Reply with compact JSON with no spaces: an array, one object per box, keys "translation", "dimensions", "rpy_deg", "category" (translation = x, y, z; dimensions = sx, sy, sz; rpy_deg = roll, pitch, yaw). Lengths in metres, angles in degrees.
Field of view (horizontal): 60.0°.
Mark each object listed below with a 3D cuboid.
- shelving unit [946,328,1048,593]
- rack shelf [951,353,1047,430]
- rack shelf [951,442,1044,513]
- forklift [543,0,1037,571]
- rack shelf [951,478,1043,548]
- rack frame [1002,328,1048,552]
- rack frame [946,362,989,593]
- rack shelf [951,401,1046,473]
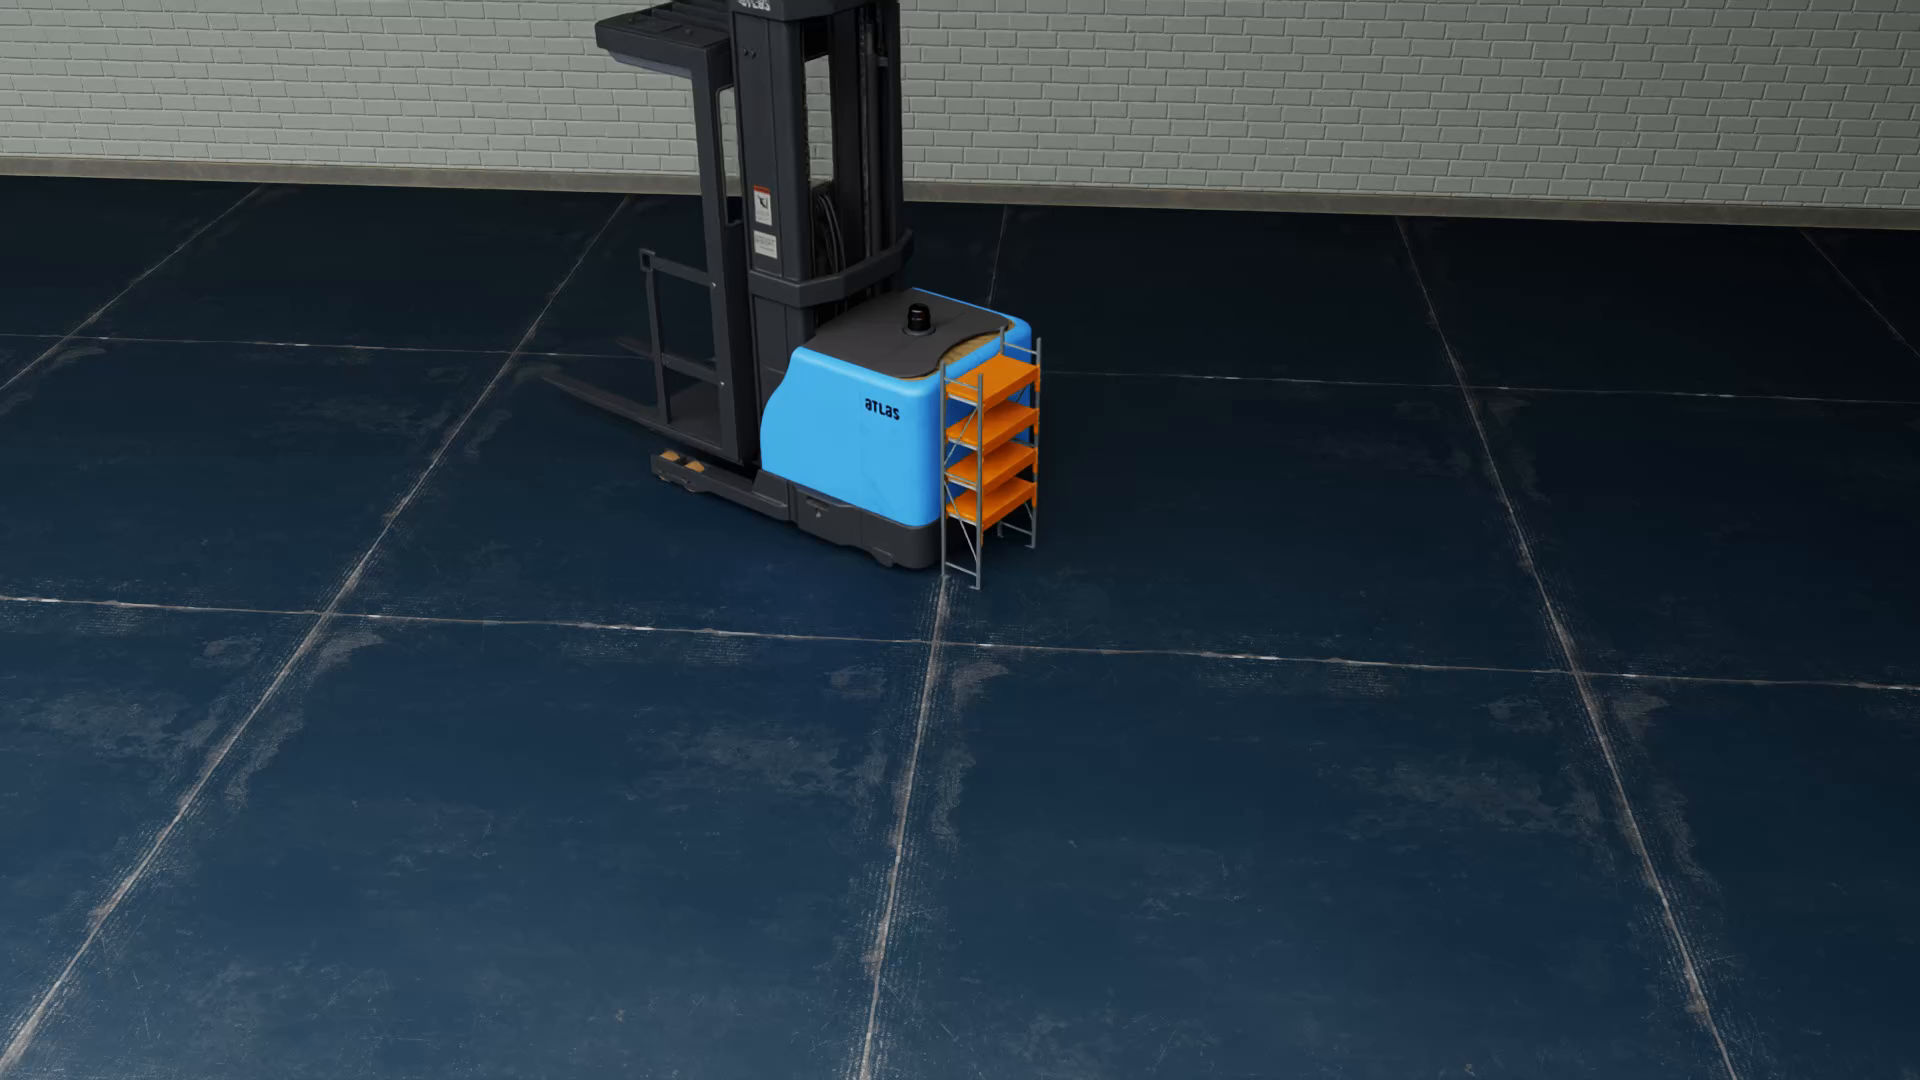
[{"translation":[0.179,-0.388,8.236],"dimensions":[0.258,1.200,0.503],"rpy_deg":[21,37,30],"category":"shelving unit"},{"translation":[0.179,-0.722,8.029],"dimensions":[0.258,0.148,0.480],"rpy_deg":[21,37,30],"category":"rack shelf"},{"translation":[0.179,-0.331,8.271],"dimensions":[0.258,0.148,0.480],"rpy_deg":[21,37,30],"category":"rack shelf"},{"translation":[-1.075,-1.703,8.719],"dimensions":[3.031,2.935,1.130],"rpy_deg":[21,37,30],"category":"forklift"},{"translation":[0.178,-0.162,8.375],"dimensions":[0.258,0.148,0.480],"rpy_deg":[21,37,30],"category":"rack shelf"},{"translation":[0.324,-0.491,8.403],"dimensions":[0.240,1.200,0.015],"rpy_deg":[21,37,30],"category":"rack frame"},{"translation":[0.033,-0.285,8.069],"dimensions":[0.240,1.200,0.015],"rpy_deg":[21,37,30],"category":"rack frame"},{"translation":[0.179,-0.521,8.154],"dimensions":[0.258,0.148,0.480],"rpy_deg":[21,37,30],"category":"rack shelf"}]
